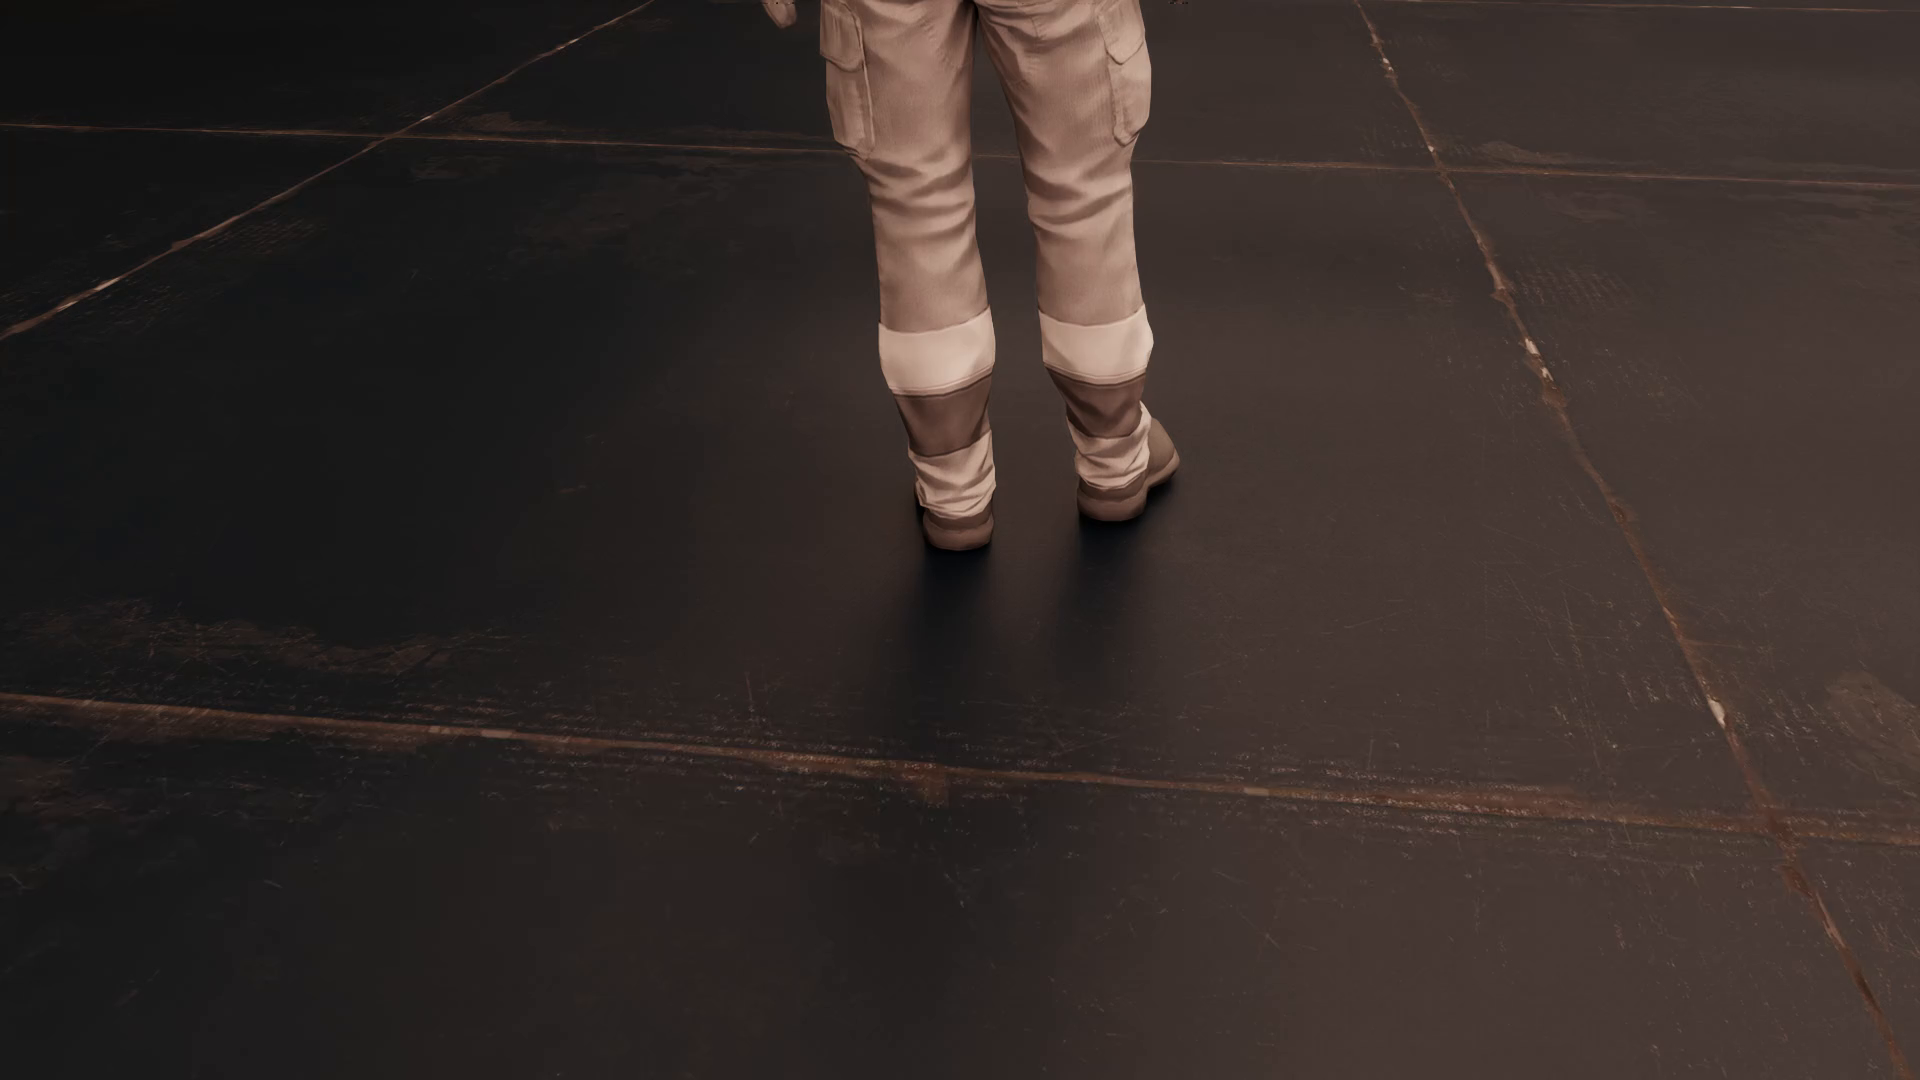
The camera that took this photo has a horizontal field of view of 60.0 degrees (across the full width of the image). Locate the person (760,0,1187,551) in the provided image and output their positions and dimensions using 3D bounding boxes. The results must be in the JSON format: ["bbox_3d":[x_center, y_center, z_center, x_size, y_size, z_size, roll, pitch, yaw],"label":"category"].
[{"bbox_3d":[0.021,-0.842,2.168,0.638,1.788,0.562,3,27,7],"label":"person"}]
